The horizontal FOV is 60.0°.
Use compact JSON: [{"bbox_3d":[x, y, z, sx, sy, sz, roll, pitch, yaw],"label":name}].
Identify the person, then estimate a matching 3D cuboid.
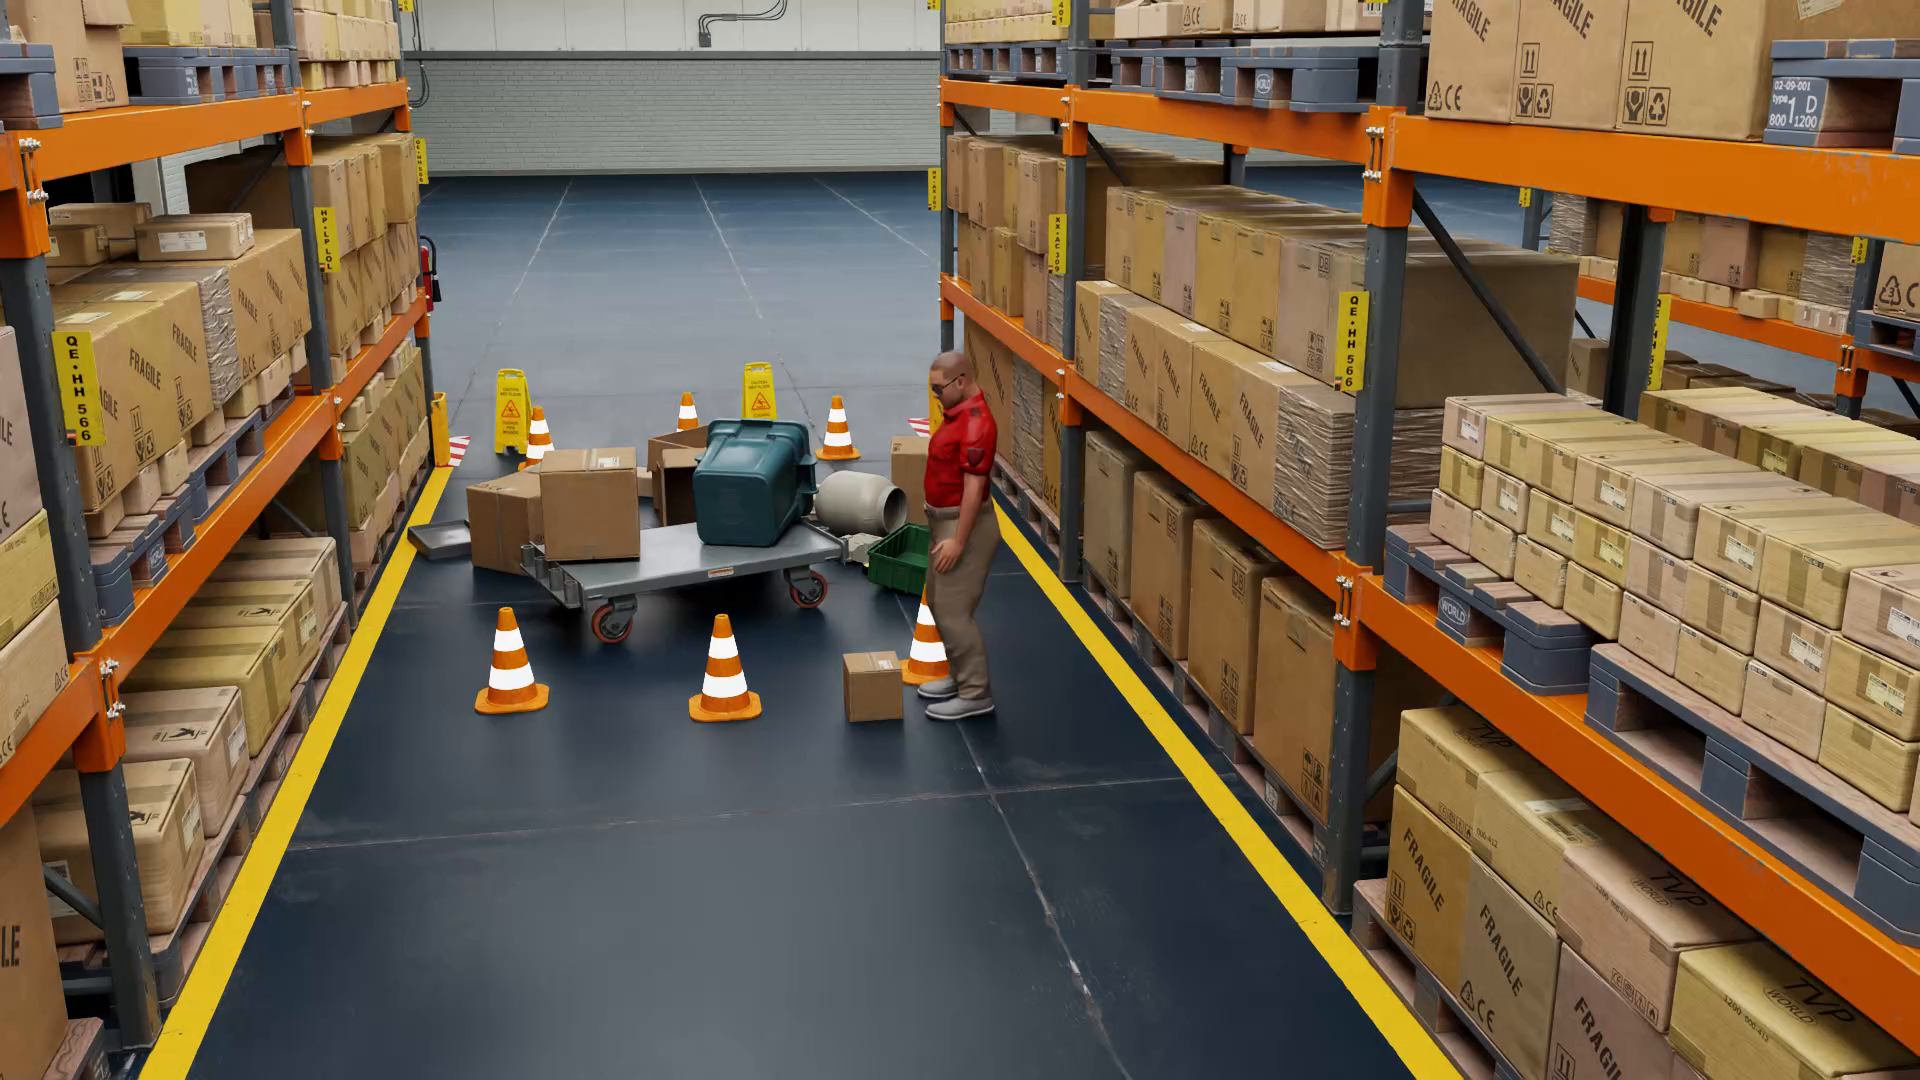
[{"bbox_3d":[-0.001,-0.024,7.694,0.367,1.712,0.538,-3,16,-9],"label":"person"}]
